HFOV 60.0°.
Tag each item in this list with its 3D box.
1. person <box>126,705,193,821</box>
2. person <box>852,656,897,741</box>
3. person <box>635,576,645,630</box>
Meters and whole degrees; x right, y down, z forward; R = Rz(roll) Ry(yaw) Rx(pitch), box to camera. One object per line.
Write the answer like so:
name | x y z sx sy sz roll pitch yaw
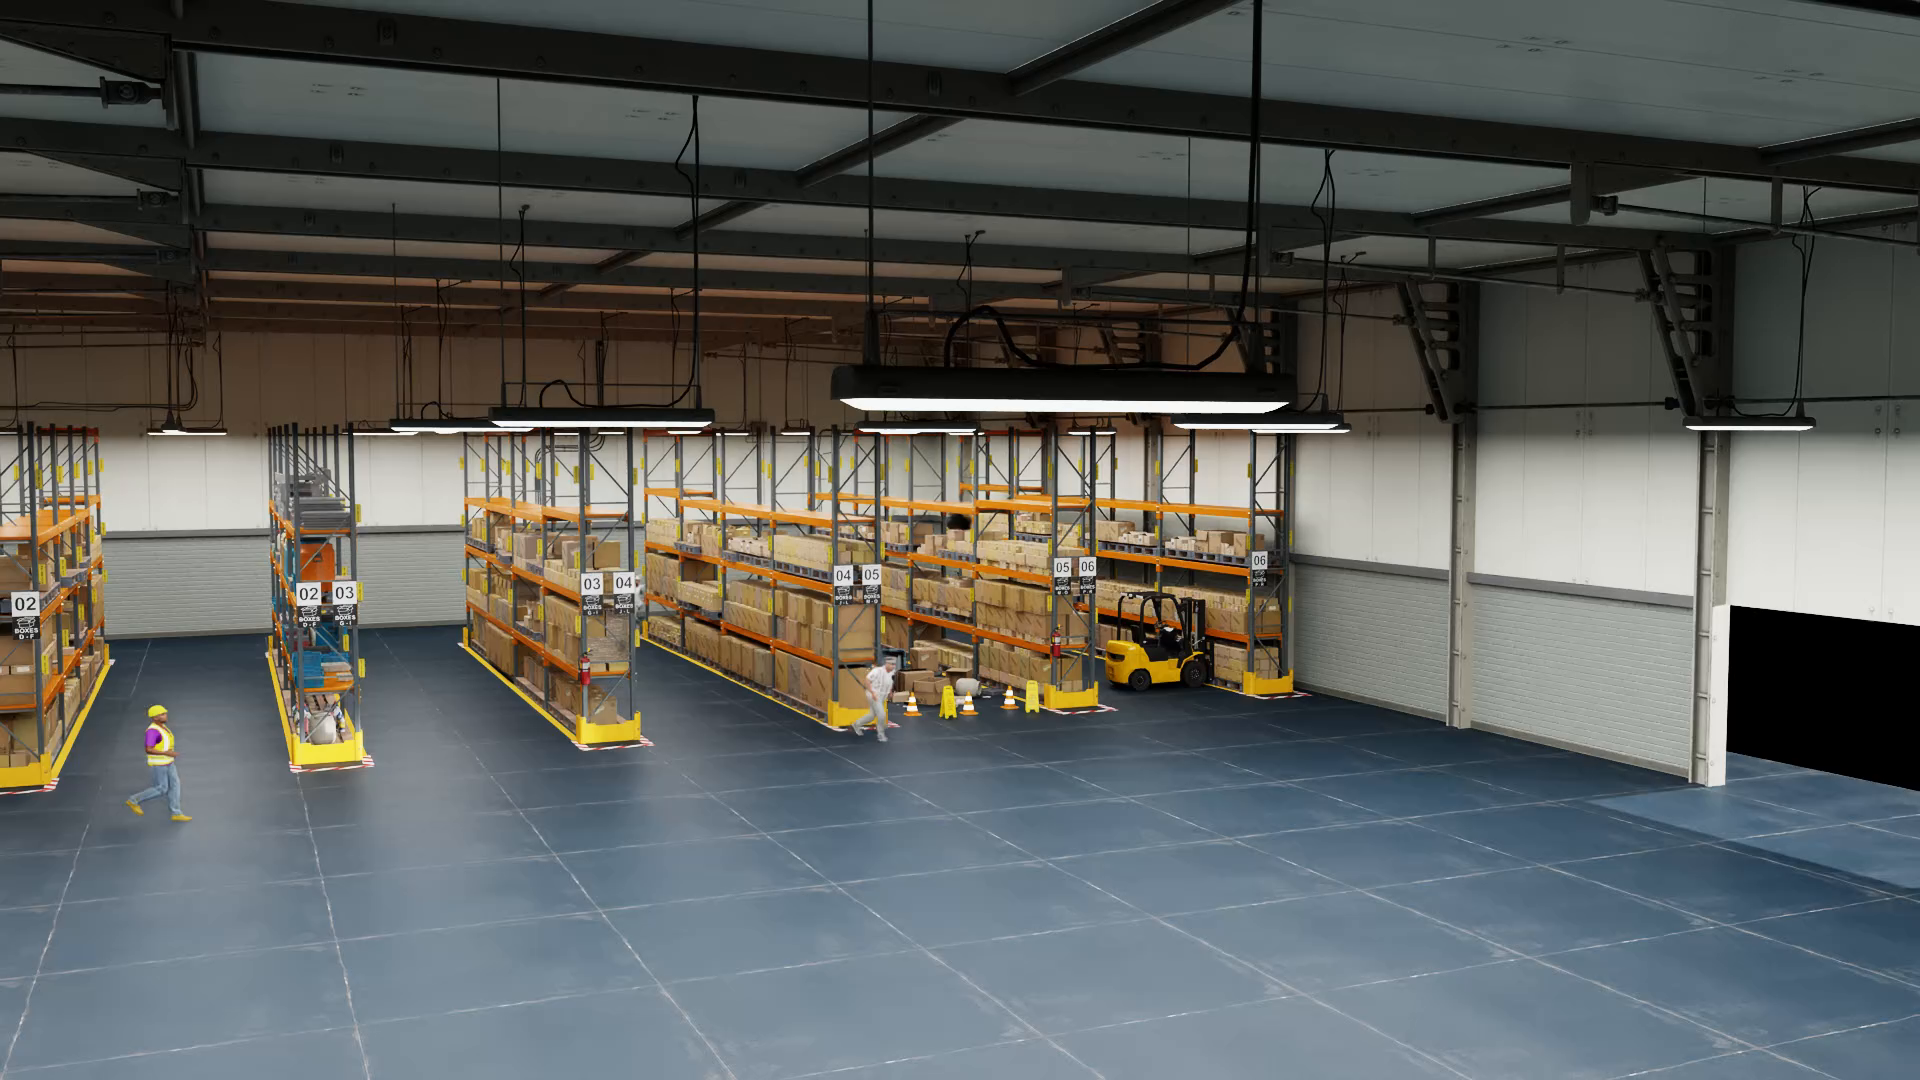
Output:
person | -11.921 3.333 24.750 0.905 1.758 0.699 0 4 -8
person | -1.623 3.012 31.643 1.007 1.666 0.657 3 4 37
person | -9.507 1.897 48.697 0.734 1.723 0.550 2 4 32
